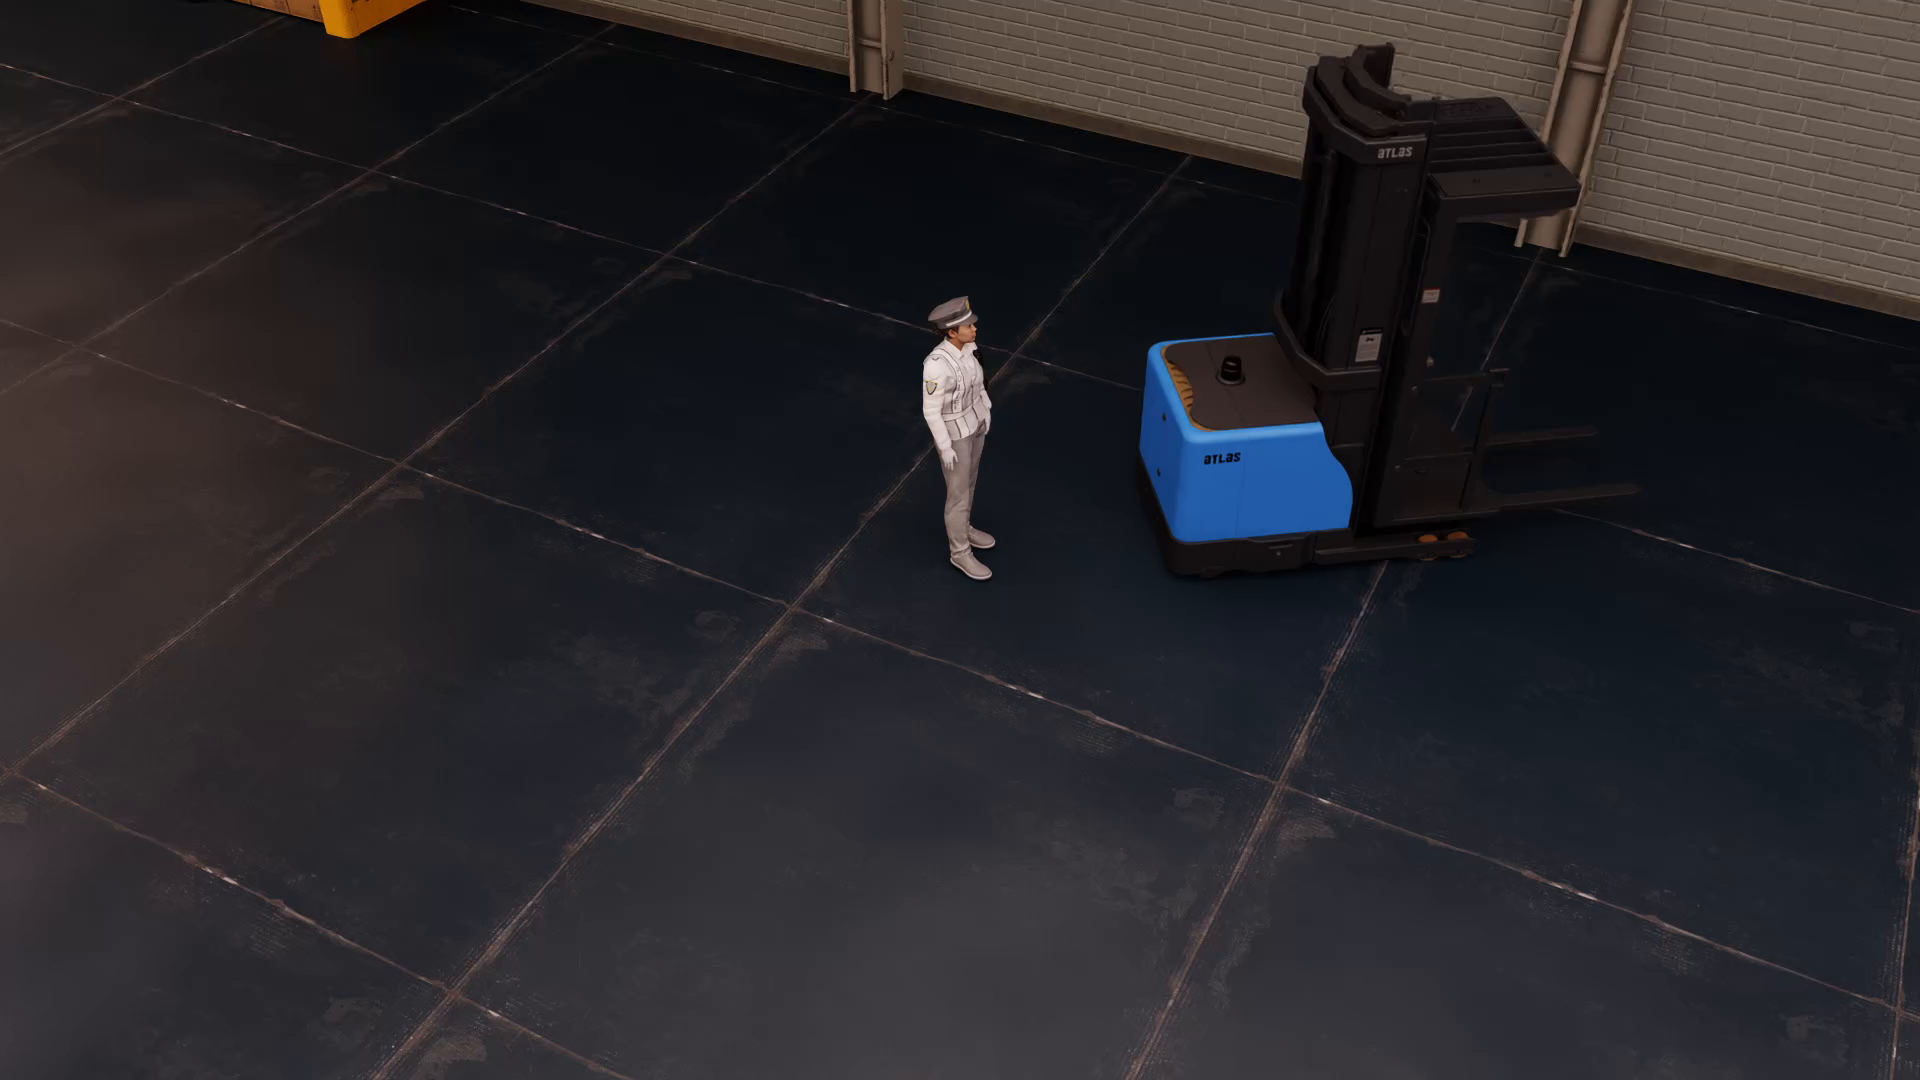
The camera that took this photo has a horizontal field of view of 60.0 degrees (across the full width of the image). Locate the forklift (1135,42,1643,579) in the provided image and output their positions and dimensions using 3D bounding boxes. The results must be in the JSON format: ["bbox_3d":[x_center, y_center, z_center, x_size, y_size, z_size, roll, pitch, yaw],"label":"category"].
[{"bbox_3d":[2.676,-1.325,9.560,3.031,2.935,1.130,-5,40,-6],"label":"forklift"}]

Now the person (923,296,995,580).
[{"bbox_3d":[0.057,-0.629,9.682,0.531,1.694,0.586,18,43,21],"label":"person"}]
